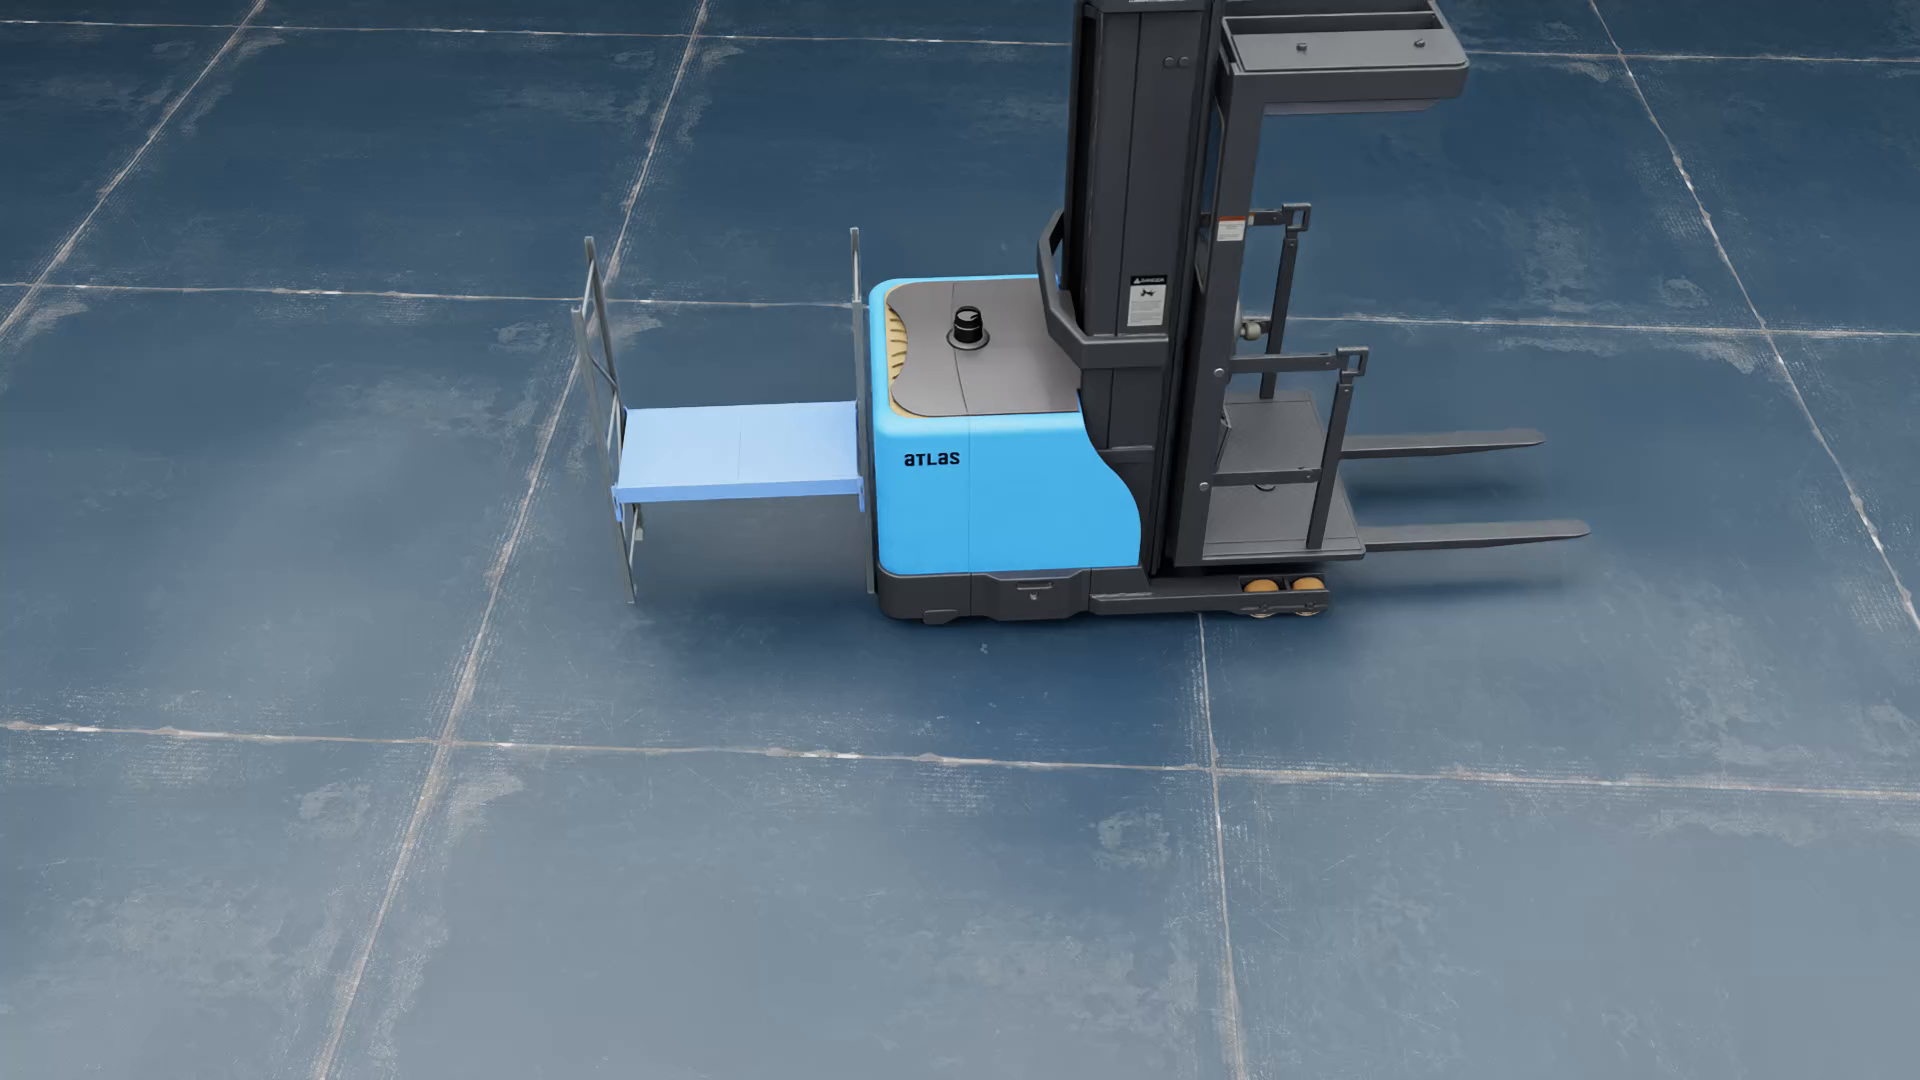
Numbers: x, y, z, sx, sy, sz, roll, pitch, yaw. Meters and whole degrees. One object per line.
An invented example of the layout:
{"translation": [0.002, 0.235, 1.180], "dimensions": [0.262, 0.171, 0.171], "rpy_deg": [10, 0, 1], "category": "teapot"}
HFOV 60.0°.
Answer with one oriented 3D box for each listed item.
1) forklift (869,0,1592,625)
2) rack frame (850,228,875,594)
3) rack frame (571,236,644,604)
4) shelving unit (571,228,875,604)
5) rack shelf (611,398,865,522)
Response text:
{"translation": [1.146, -1.107, 6.373], "dimensions": [3.031, 2.935, 1.130], "rpy_deg": [-2, 43, -3], "category": "forklift"}
{"translation": [-0.394, -0.489, 6.760], "dimensions": [0.032, 1.500, 0.500], "rpy_deg": [-2, 43, -3], "category": "rack frame"}
{"translation": [-1.408, -0.448, 6.716], "dimensions": [0.032, 1.500, 0.500], "rpy_deg": [-2, 43, -3], "category": "rack frame"}
{"translation": [-0.901, -0.469, 6.738], "dimensions": [1.048, 1.500, 0.538], "rpy_deg": [-2, 43, -3], "category": "shelving unit"}
{"translation": [-0.901, -0.337, 6.861], "dimensions": [1.000, 0.185, 0.538], "rpy_deg": [-2, 43, -3], "category": "rack shelf"}
